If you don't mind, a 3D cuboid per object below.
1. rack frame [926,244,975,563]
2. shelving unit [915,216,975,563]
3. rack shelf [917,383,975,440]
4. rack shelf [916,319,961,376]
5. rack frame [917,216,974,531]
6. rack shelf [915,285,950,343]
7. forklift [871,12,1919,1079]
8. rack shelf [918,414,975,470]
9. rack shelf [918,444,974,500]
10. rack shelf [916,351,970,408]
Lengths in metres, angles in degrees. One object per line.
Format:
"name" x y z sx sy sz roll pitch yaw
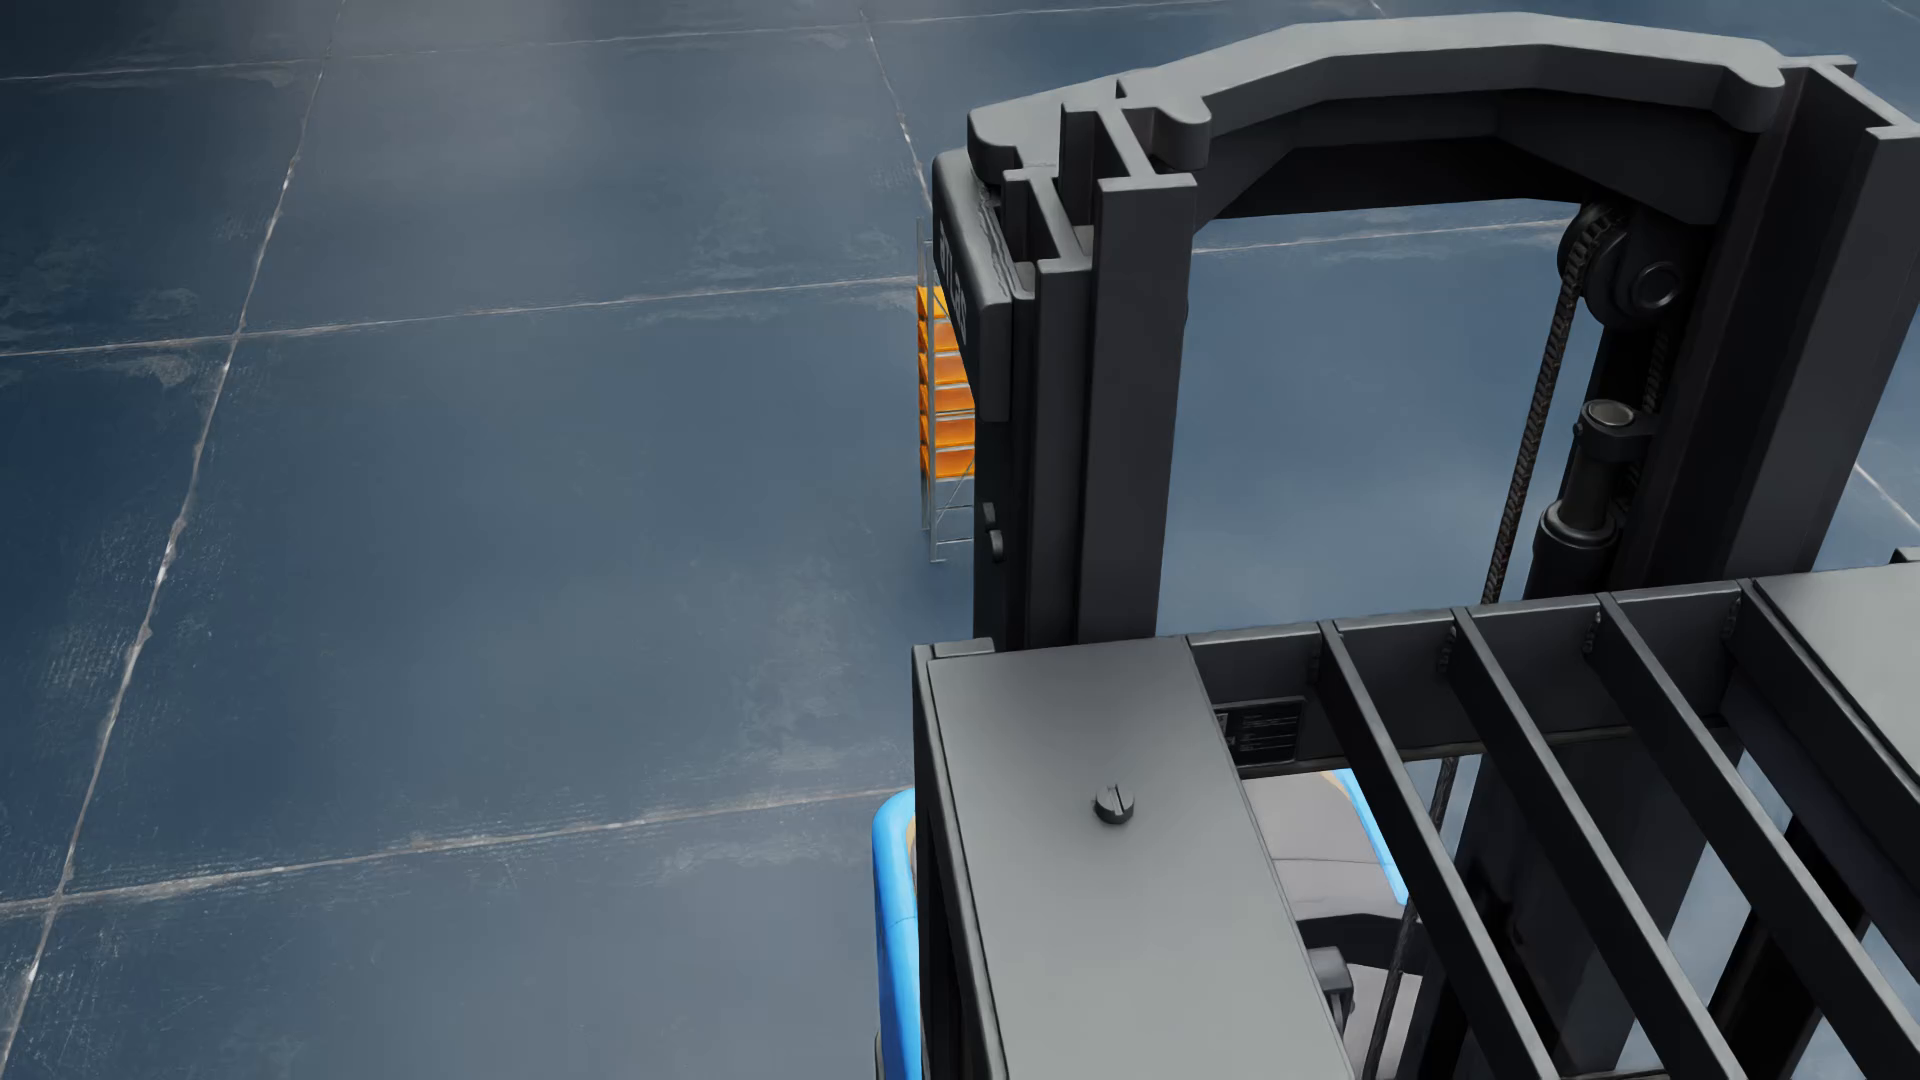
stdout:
"rack frame" 0.019 -0.410 5.300 0.240 1.200 0.006 -6 38 -8
"shelving unit" 0.003 -0.465 5.371 0.258 1.200 0.189 -6 38 -8
"rack shelf" 0.003 -0.430 5.398 0.258 0.103 0.180 -6 38 -8
"rack shelf" 0.003 -0.620 5.251 0.258 0.103 0.180 -6 38 -8
"rack frame" -0.013 -0.520 5.442 0.240 1.200 0.006 -6 38 -8
"rack shelf" 0.003 -0.714 5.177 0.258 0.103 0.180 -6 38 -8
"forklift" 0.534 1.046 2.015 1.130 2.935 3.031 -5 38 -7
"rack shelf" 0.003 -0.335 5.472 0.258 0.103 0.180 -6 38 -8
"rack shelf" 0.003 -0.240 5.545 0.258 0.103 0.180 -6 38 -8
"rack shelf" 0.003 -0.525 5.324 0.258 0.103 0.180 -6 38 -8
